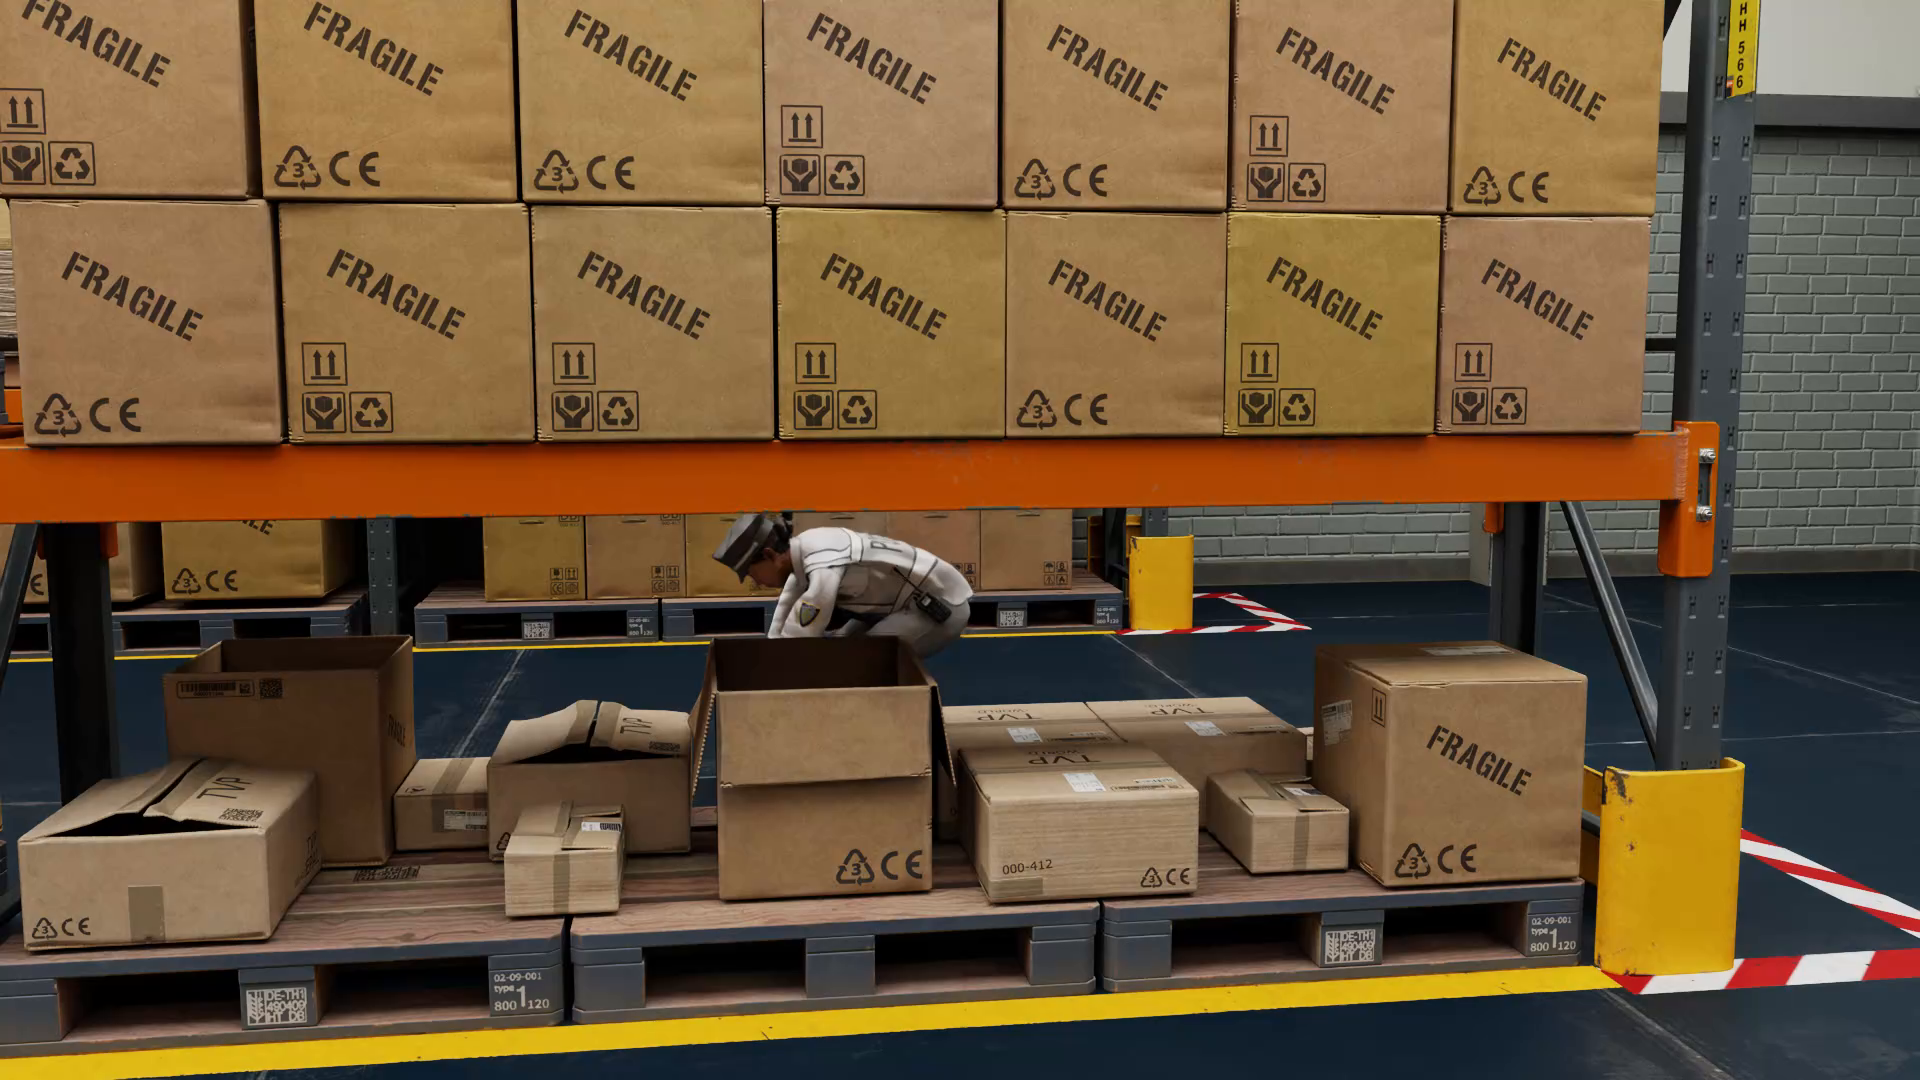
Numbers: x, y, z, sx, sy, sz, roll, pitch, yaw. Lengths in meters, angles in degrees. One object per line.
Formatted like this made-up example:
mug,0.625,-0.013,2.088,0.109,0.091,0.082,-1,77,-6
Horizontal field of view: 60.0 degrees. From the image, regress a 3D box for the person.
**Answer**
person,-0.404,0.357,5.753,0.903,0.981,0.467,-2,7,-13
